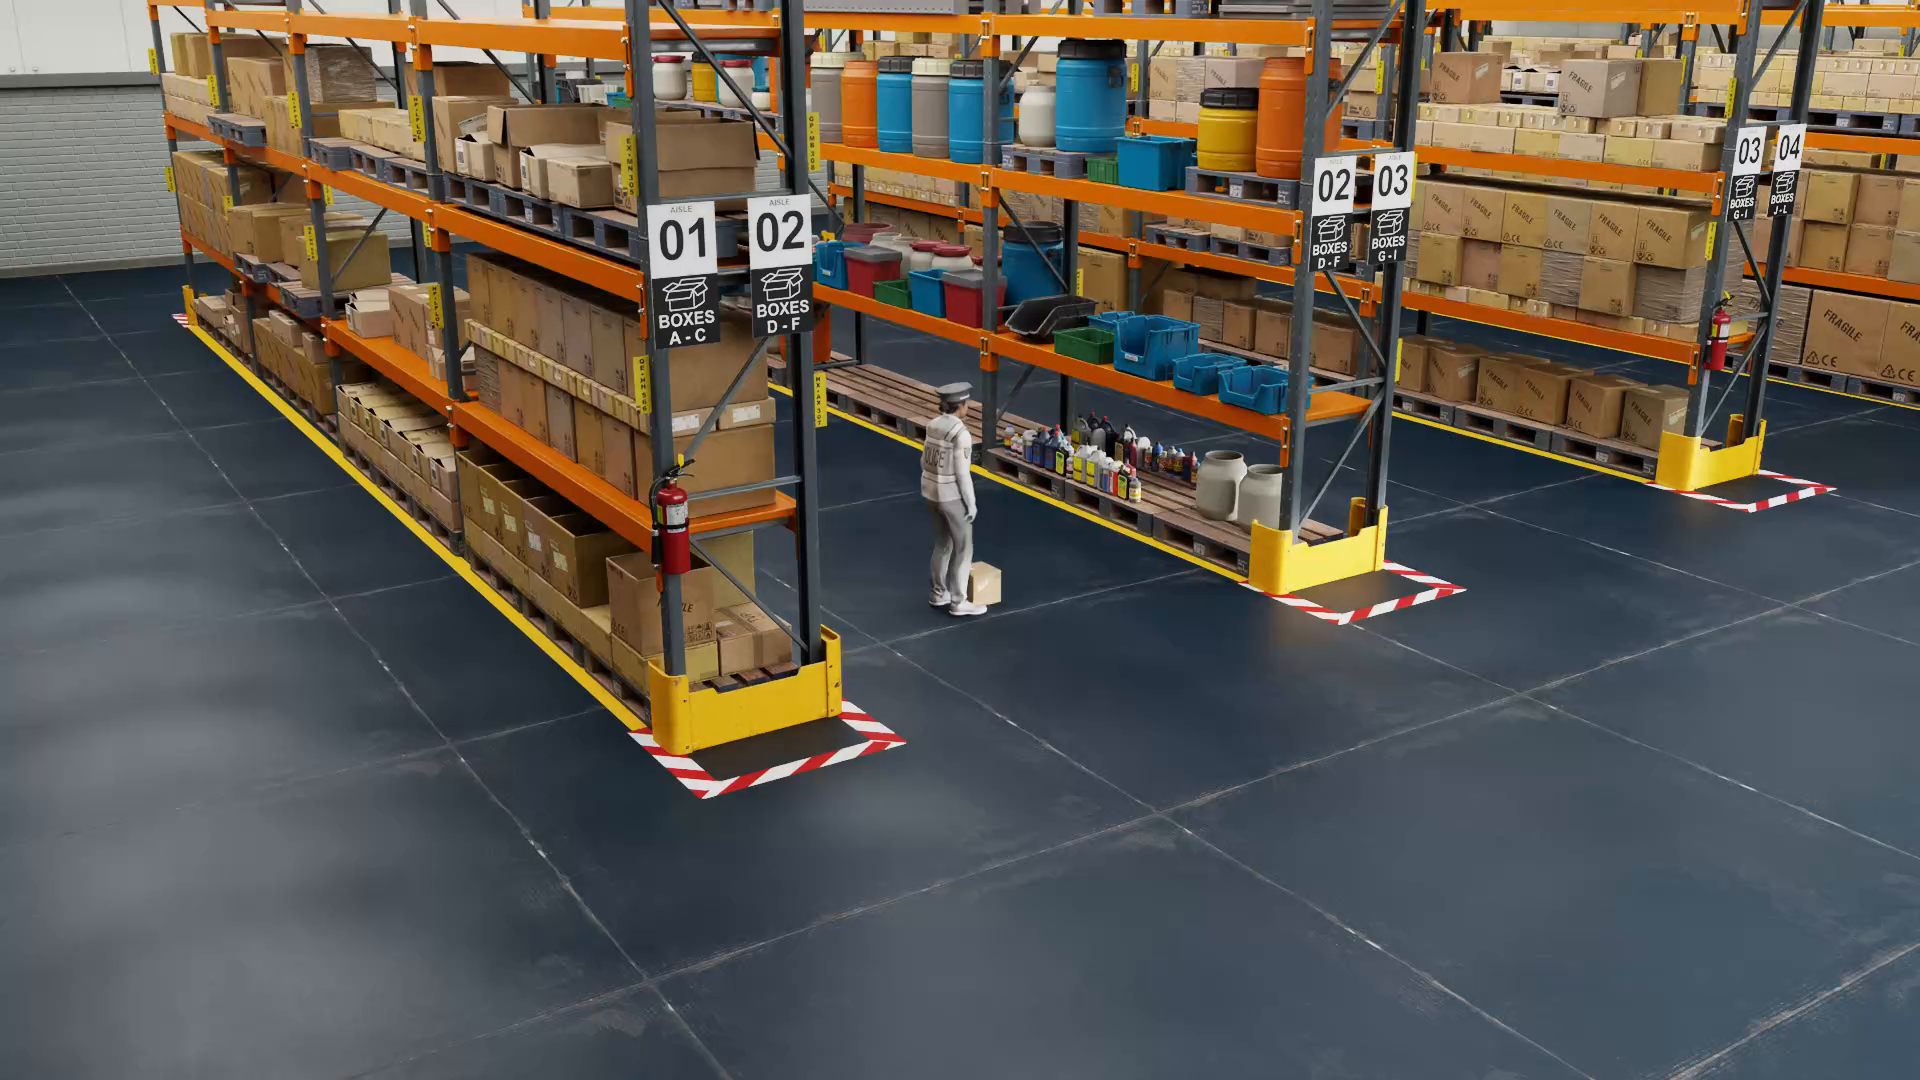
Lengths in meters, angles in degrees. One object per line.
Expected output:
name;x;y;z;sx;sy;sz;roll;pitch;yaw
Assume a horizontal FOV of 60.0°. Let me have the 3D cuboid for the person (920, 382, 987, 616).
person;-0.070;-0.293;11.957;0.375;1.653;0.530;-13;22;-34
